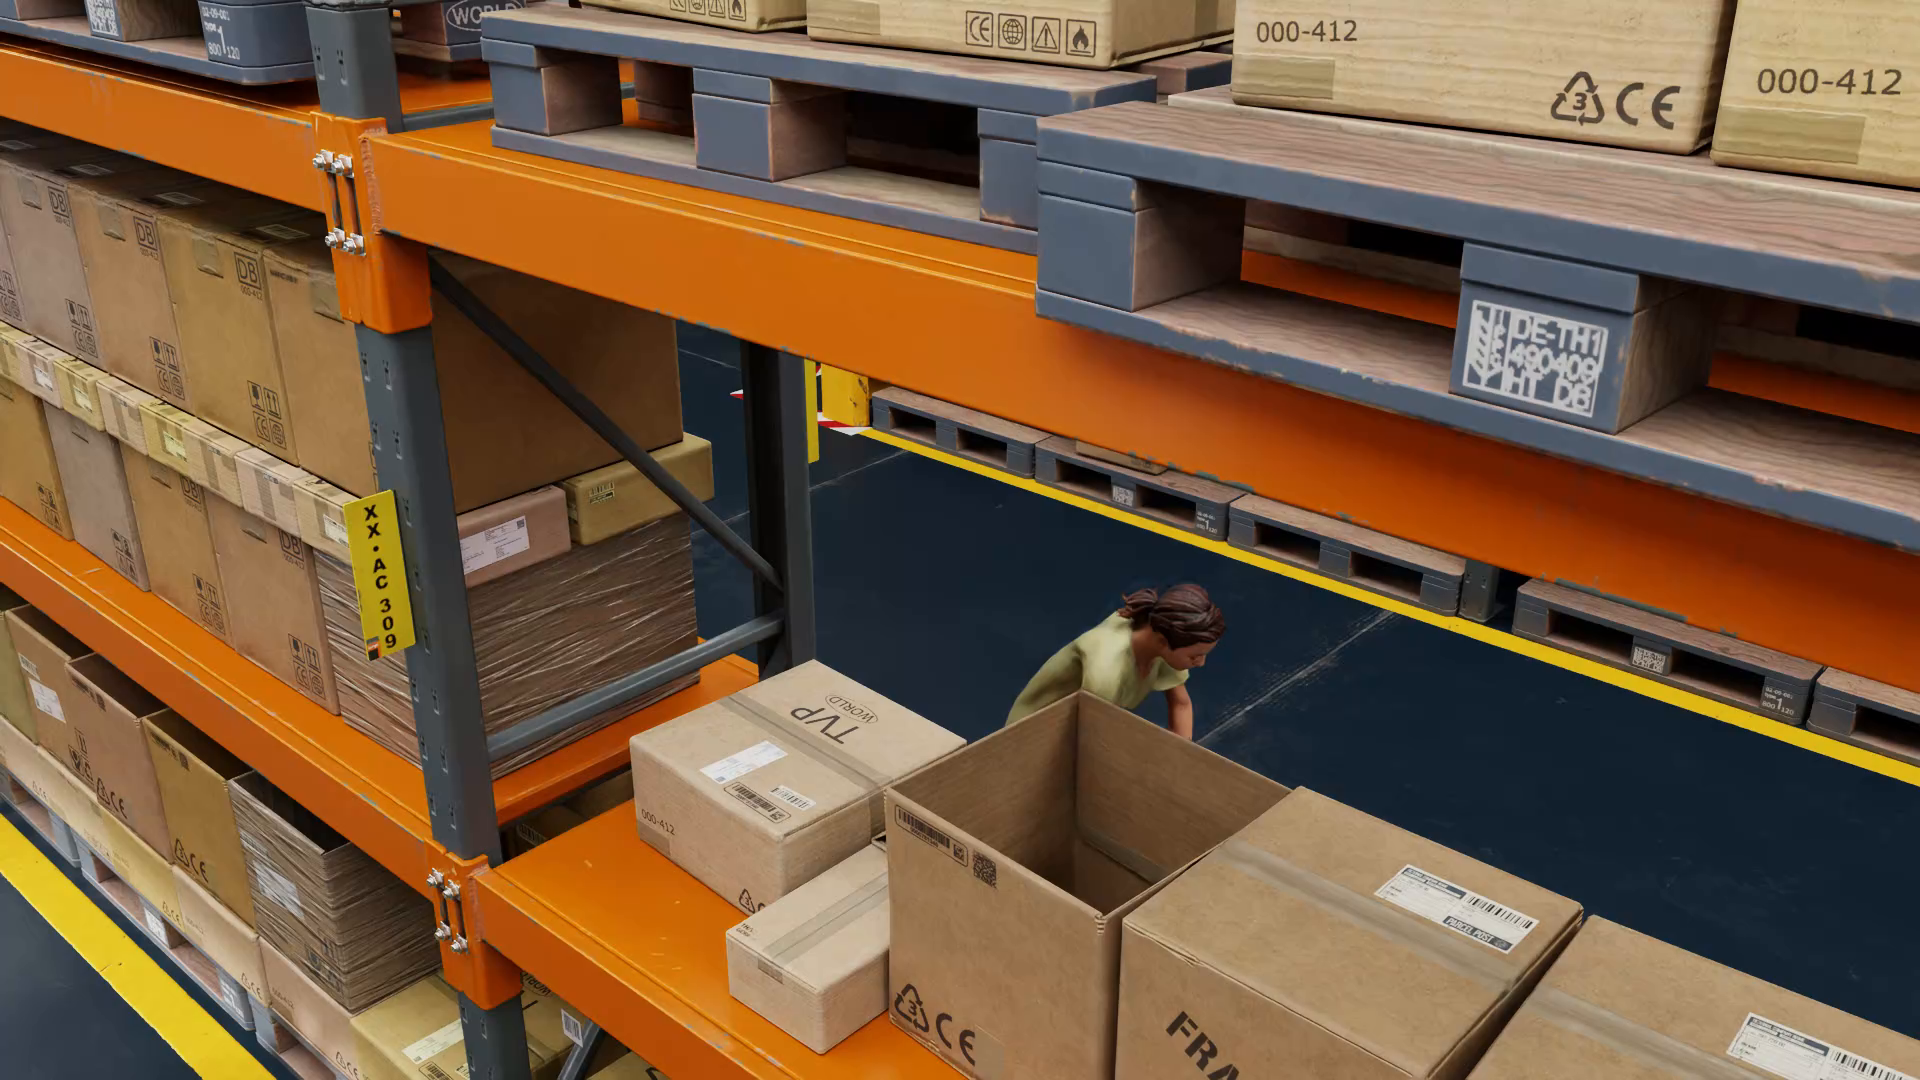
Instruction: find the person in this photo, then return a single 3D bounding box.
[{"bbox_3d":[0.466,0.679,5.007,0.668,1.333,0.511,20,31,38],"label":"person"}]
